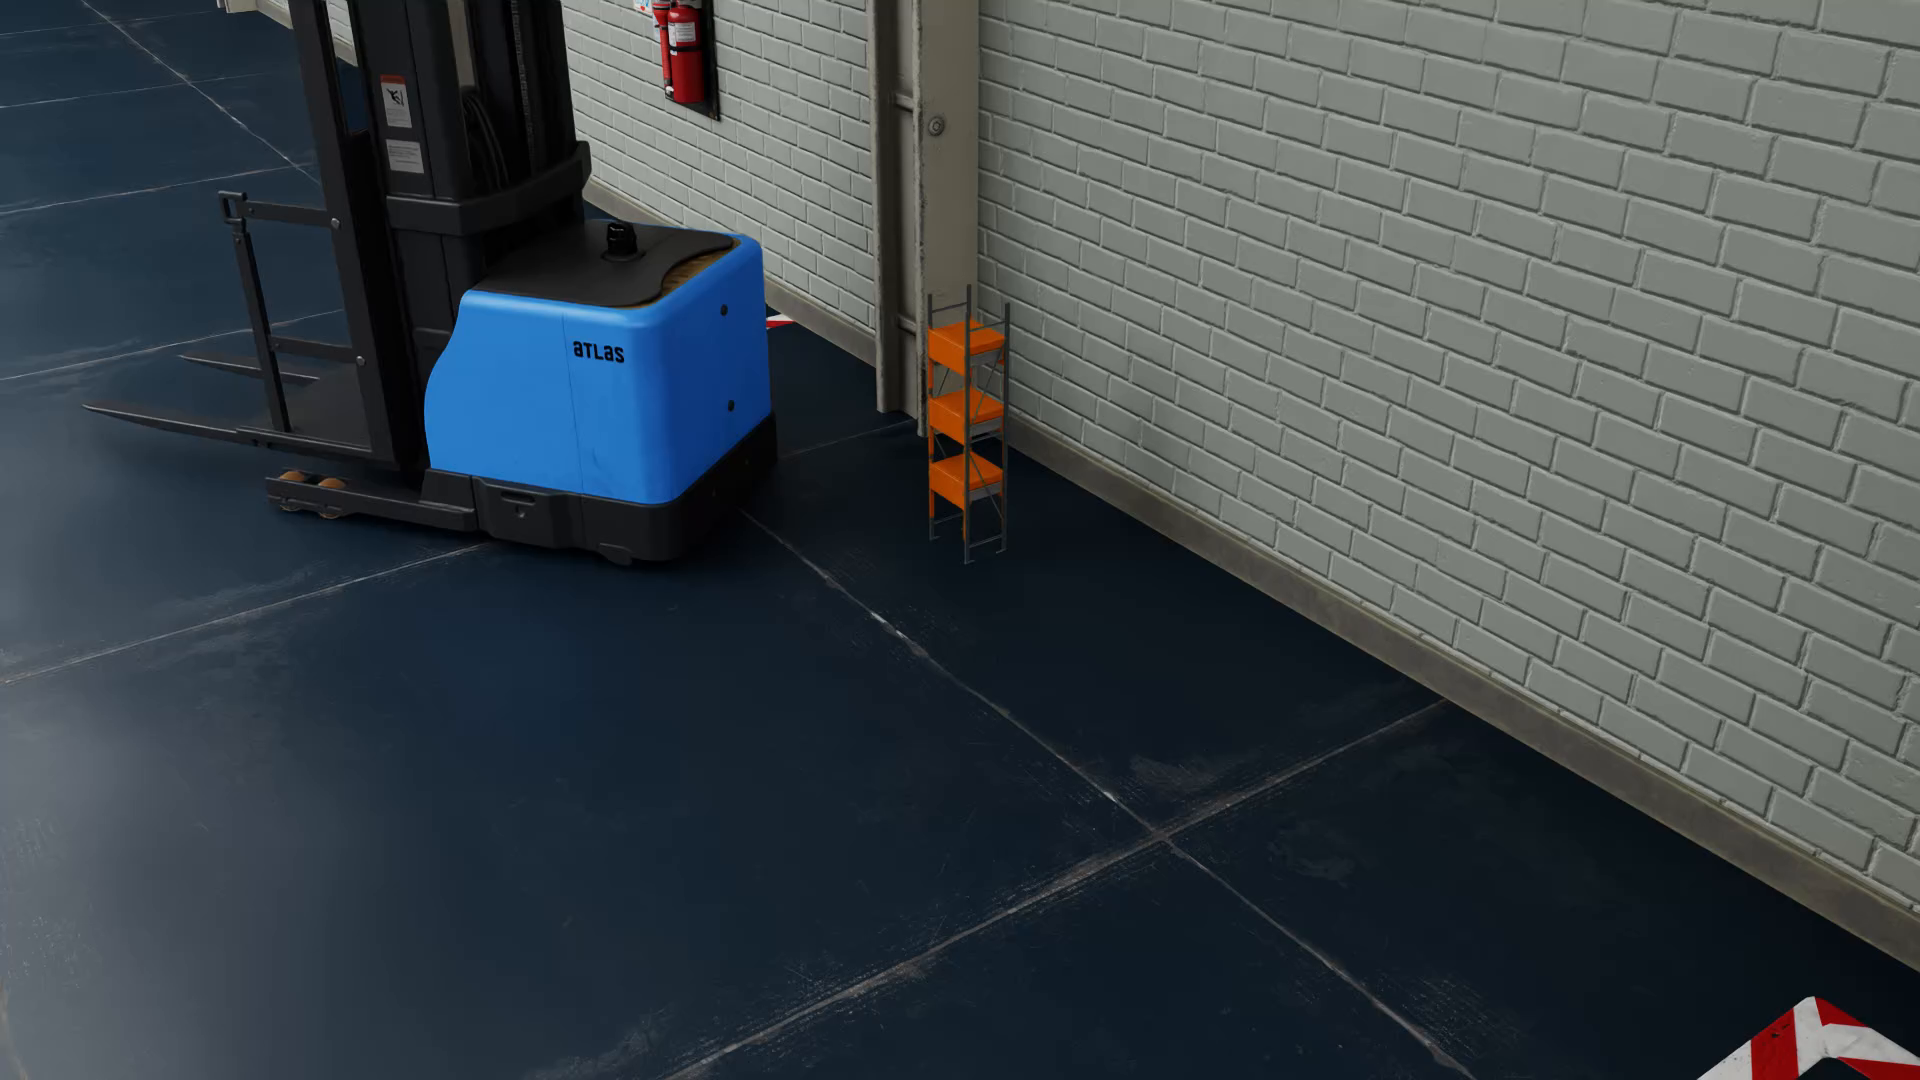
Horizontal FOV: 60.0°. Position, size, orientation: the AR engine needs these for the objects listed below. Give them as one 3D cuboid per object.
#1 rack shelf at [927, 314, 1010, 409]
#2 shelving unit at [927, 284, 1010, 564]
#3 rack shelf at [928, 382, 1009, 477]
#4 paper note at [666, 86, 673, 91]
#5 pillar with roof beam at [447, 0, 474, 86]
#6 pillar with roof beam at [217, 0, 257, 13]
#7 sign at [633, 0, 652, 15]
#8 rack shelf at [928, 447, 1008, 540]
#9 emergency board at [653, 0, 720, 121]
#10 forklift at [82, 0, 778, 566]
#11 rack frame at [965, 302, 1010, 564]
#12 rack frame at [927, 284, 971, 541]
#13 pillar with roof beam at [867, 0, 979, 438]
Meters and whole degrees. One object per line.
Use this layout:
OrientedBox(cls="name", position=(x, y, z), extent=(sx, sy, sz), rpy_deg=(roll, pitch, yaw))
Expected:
OrientedBox(cls="rack shelf", position=(0.031, -0.681, 6.331), extent=(0.215, 0.259, 0.240), rpy_deg=(-19, 34, -31))
OrientedBox(cls="shelving unit", position=(0.031, -0.441, 6.461), extent=(0.215, 1.050, 0.252), rpy_deg=(-19, 34, -31))
OrientedBox(cls="rack shelf", position=(0.031, -0.431, 6.466), extent=(0.215, 0.259, 0.240), rpy_deg=(-19, 34, -31))
OrientedBox(cls="paper note", position=(-1.605, -2.577, 9.274), extent=(0.016, 0.148, 0.142), rpy_deg=(-19, 34, -31))
OrientedBox(cls="pillar with roof beam", position=(-7.143, -5.682, 7.783), extent=(9.100, 9.000, 0.400), rpy_deg=(-19, 34, -31))
OrientedBox(cls="pillar with roof beam", position=(-10.624, -8.014, 12.077), extent=(9.100, 9.000, 0.400), rpy_deg=(-19, 34, -31))
OrientedBox(cls="sign", position=(-1.795, -3.135, 9.342), extent=(0.001, 0.329, 0.234), rpy_deg=(-19, 34, -31))
OrientedBox(cls="rack shelf", position=(0.031, -0.187, 6.599), extent=(0.215, 0.259, 0.240), rpy_deg=(-19, 34, -31))
OrientedBox(cls="emergency board", position=(-1.558, -2.876, 8.902), extent=(0.194, 1.169, 0.643), rpy_deg=(-19, 34, -31))
OrientedBox(cls="forklift", position=(-2.365, -1.602, 6.628), extent=(3.031, 2.935, 1.130), rpy_deg=(9, 30, 17))
OrientedBox(cls="rack frame", position=(0.102, -0.393, 6.374), extent=(0.200, 1.050, 0.008), rpy_deg=(-19, 34, -31))
OrientedBox(cls="rack frame", position=(-0.040, -0.488, 6.548), extent=(0.200, 1.050, 0.008), rpy_deg=(-19, 34, -31))
OrientedBox(cls="pillar with roof beam", position=(-3.663, -3.349, 3.488), extent=(9.100, 9.000, 0.400), rpy_deg=(-19, 34, -31))
